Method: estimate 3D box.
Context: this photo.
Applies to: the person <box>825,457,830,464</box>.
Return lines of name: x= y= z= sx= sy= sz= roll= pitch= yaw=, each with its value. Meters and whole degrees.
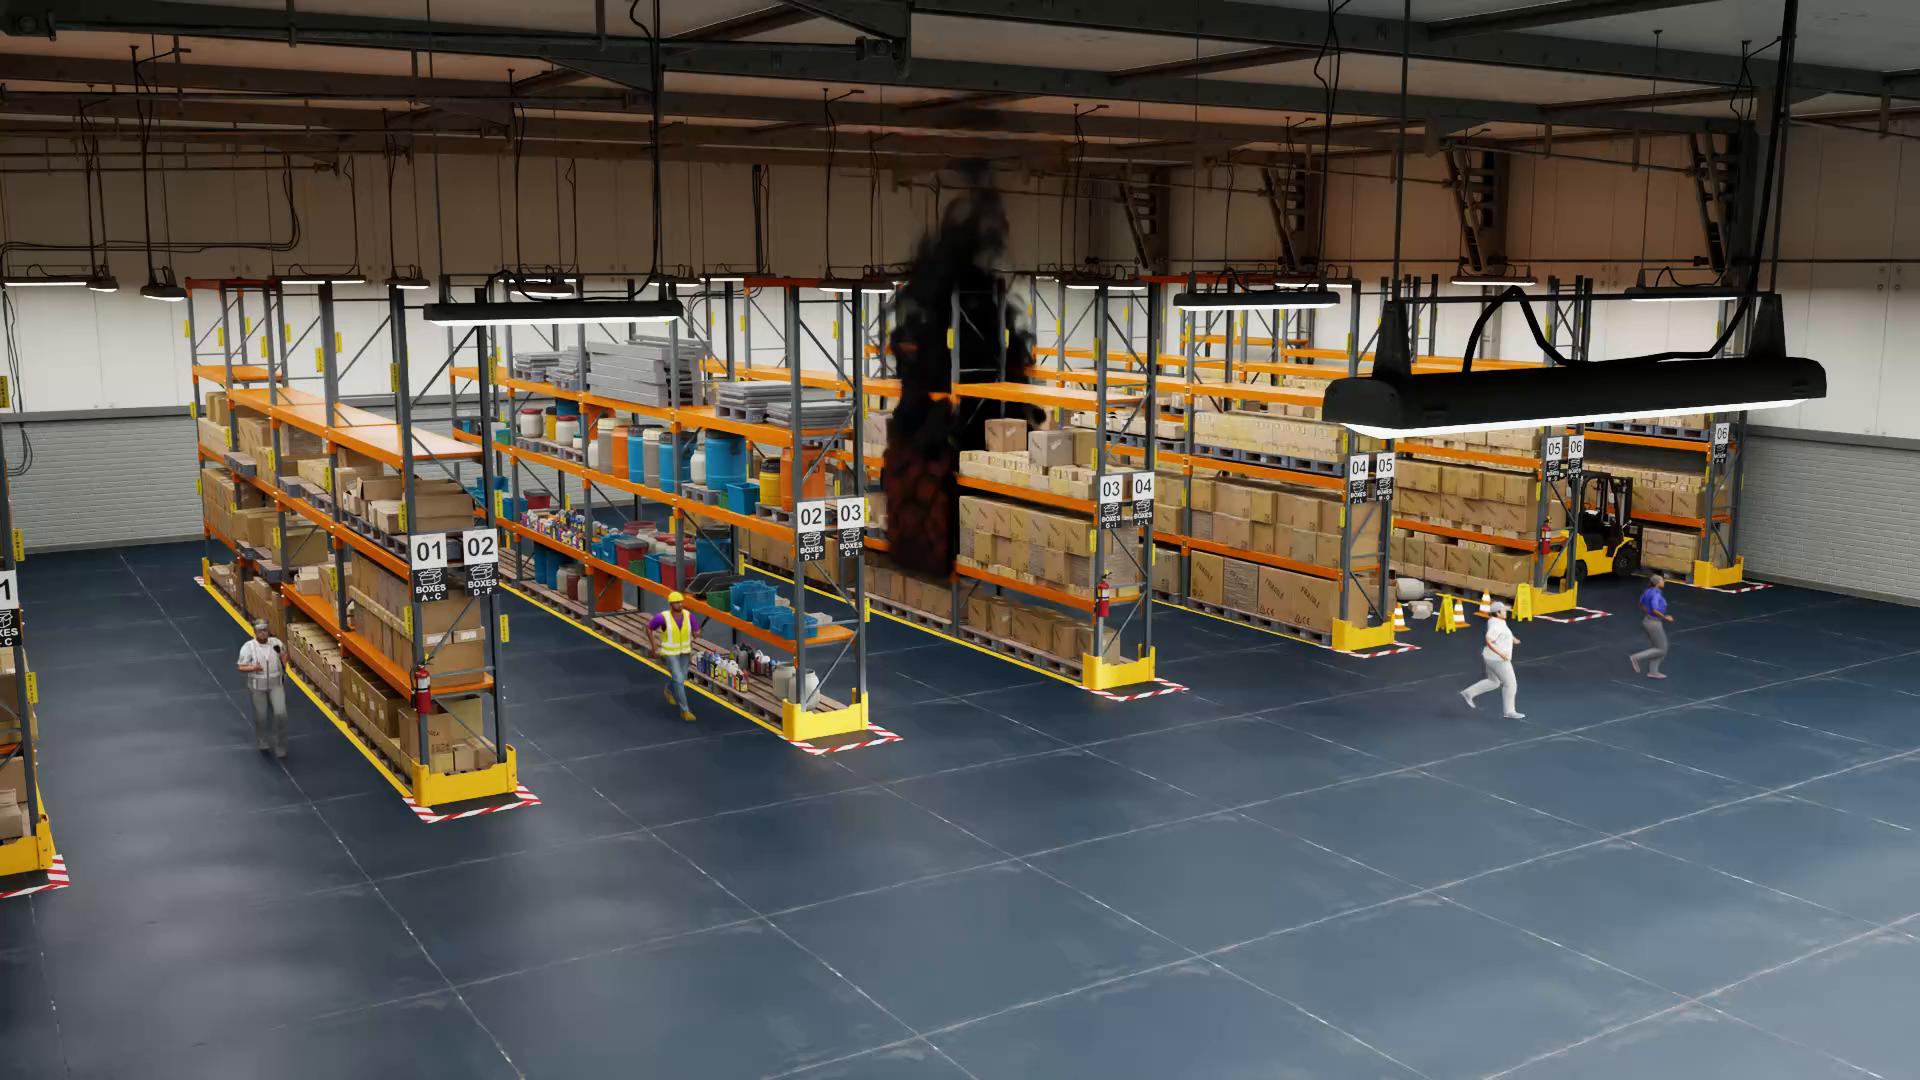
person: x=-3.244 y=-1.197 z=40.135 sx=0.712 sy=1.671 sz=0.618 roll=1 pitch=10 yaw=3

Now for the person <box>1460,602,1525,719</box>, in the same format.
person: x=7.458 y=1.663 z=23.169 sx=0.862 sy=1.637 sz=0.619 roll=1 pitch=10 yaw=8

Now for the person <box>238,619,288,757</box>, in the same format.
person: x=-8.923 y=1.908 z=21.401 sx=0.640 sy=1.836 sz=0.727 roll=-6 pitch=11 yaw=-31

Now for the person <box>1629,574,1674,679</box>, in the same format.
person: x=10.532 y=1.312 z=25.363 sx=0.624 sy=1.612 sz=0.575 roll=1 pitch=10 yaw=3

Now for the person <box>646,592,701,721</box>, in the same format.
person: x=-3.950 y=1.574 z=23.170 sx=0.701 sy=1.750 sz=0.981 roll=-7 pitch=12 yaw=-36
